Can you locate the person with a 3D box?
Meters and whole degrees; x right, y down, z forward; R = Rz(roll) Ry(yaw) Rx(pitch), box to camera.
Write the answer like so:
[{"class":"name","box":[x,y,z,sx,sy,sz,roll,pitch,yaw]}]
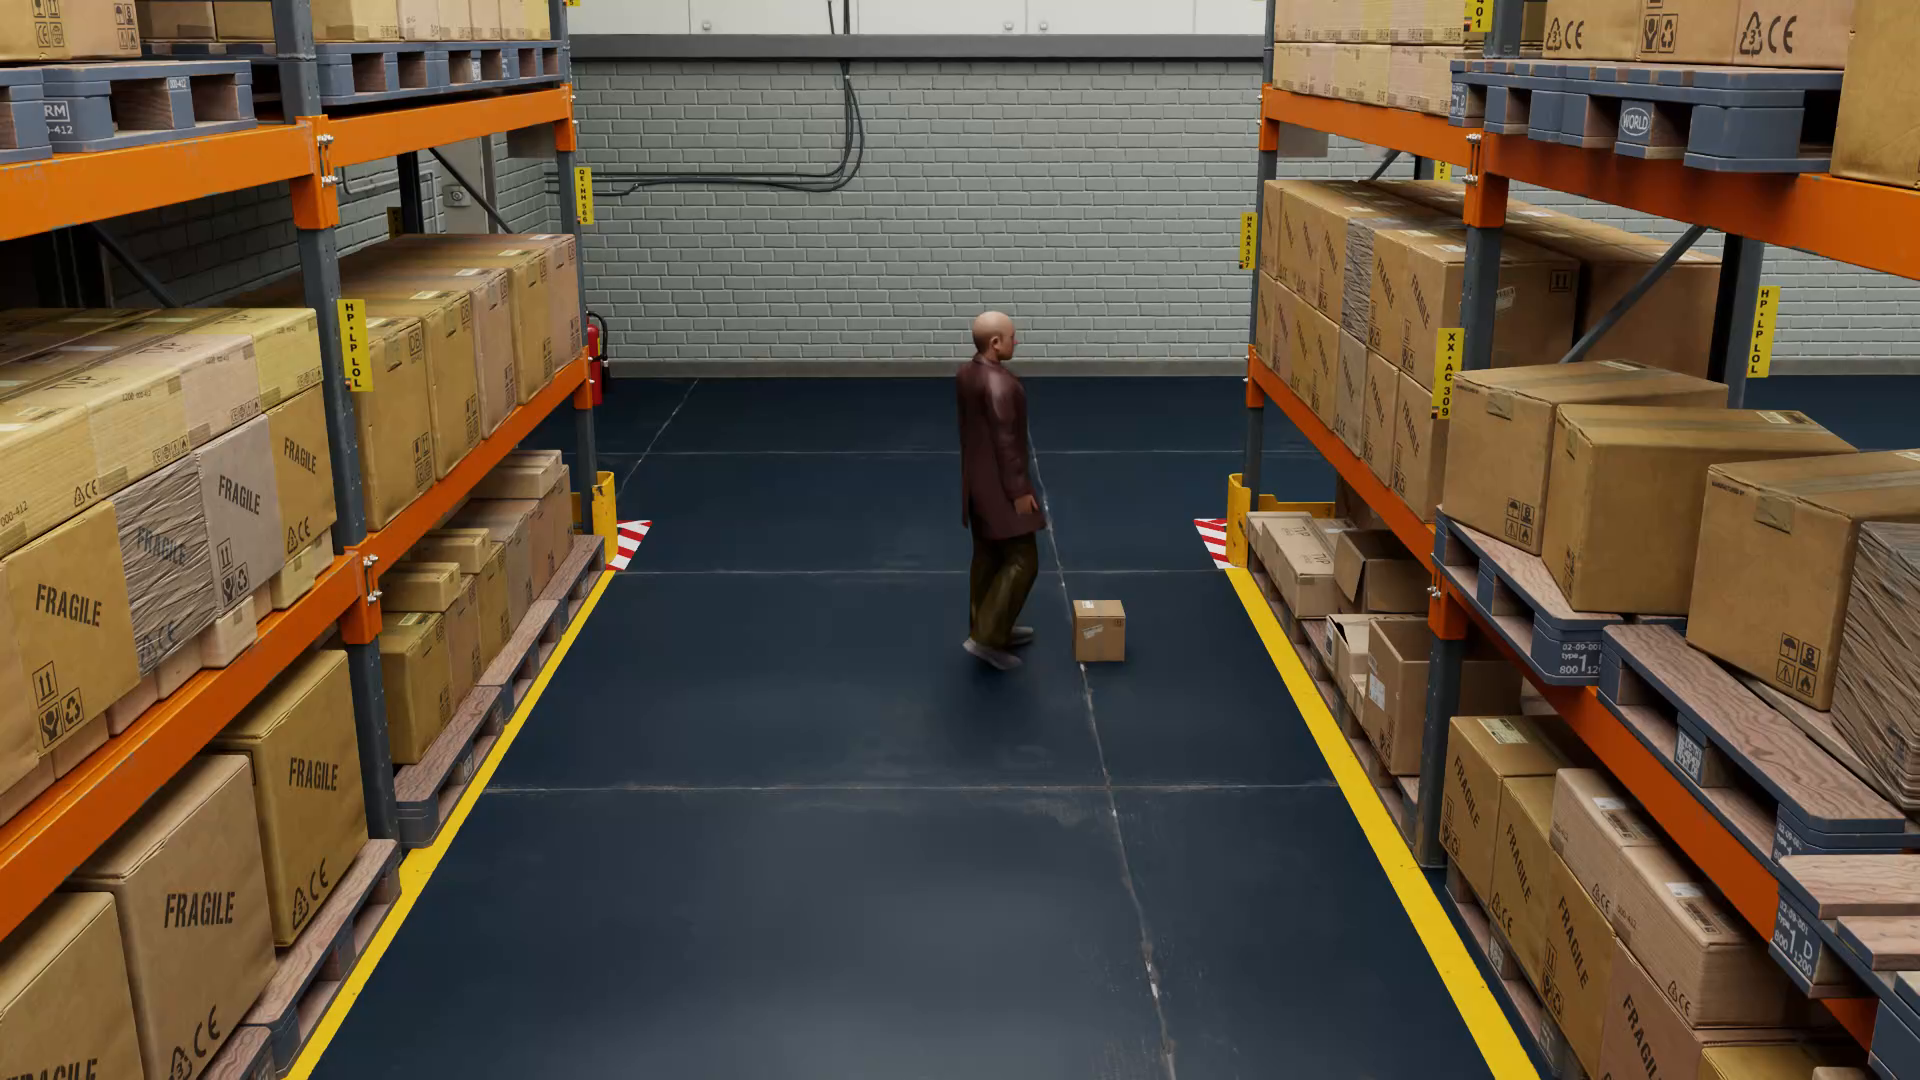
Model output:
[{"class":"person","box":[0.186,-0.255,8.421,0.515,1.816,0.620,-6,18,-18]}]
